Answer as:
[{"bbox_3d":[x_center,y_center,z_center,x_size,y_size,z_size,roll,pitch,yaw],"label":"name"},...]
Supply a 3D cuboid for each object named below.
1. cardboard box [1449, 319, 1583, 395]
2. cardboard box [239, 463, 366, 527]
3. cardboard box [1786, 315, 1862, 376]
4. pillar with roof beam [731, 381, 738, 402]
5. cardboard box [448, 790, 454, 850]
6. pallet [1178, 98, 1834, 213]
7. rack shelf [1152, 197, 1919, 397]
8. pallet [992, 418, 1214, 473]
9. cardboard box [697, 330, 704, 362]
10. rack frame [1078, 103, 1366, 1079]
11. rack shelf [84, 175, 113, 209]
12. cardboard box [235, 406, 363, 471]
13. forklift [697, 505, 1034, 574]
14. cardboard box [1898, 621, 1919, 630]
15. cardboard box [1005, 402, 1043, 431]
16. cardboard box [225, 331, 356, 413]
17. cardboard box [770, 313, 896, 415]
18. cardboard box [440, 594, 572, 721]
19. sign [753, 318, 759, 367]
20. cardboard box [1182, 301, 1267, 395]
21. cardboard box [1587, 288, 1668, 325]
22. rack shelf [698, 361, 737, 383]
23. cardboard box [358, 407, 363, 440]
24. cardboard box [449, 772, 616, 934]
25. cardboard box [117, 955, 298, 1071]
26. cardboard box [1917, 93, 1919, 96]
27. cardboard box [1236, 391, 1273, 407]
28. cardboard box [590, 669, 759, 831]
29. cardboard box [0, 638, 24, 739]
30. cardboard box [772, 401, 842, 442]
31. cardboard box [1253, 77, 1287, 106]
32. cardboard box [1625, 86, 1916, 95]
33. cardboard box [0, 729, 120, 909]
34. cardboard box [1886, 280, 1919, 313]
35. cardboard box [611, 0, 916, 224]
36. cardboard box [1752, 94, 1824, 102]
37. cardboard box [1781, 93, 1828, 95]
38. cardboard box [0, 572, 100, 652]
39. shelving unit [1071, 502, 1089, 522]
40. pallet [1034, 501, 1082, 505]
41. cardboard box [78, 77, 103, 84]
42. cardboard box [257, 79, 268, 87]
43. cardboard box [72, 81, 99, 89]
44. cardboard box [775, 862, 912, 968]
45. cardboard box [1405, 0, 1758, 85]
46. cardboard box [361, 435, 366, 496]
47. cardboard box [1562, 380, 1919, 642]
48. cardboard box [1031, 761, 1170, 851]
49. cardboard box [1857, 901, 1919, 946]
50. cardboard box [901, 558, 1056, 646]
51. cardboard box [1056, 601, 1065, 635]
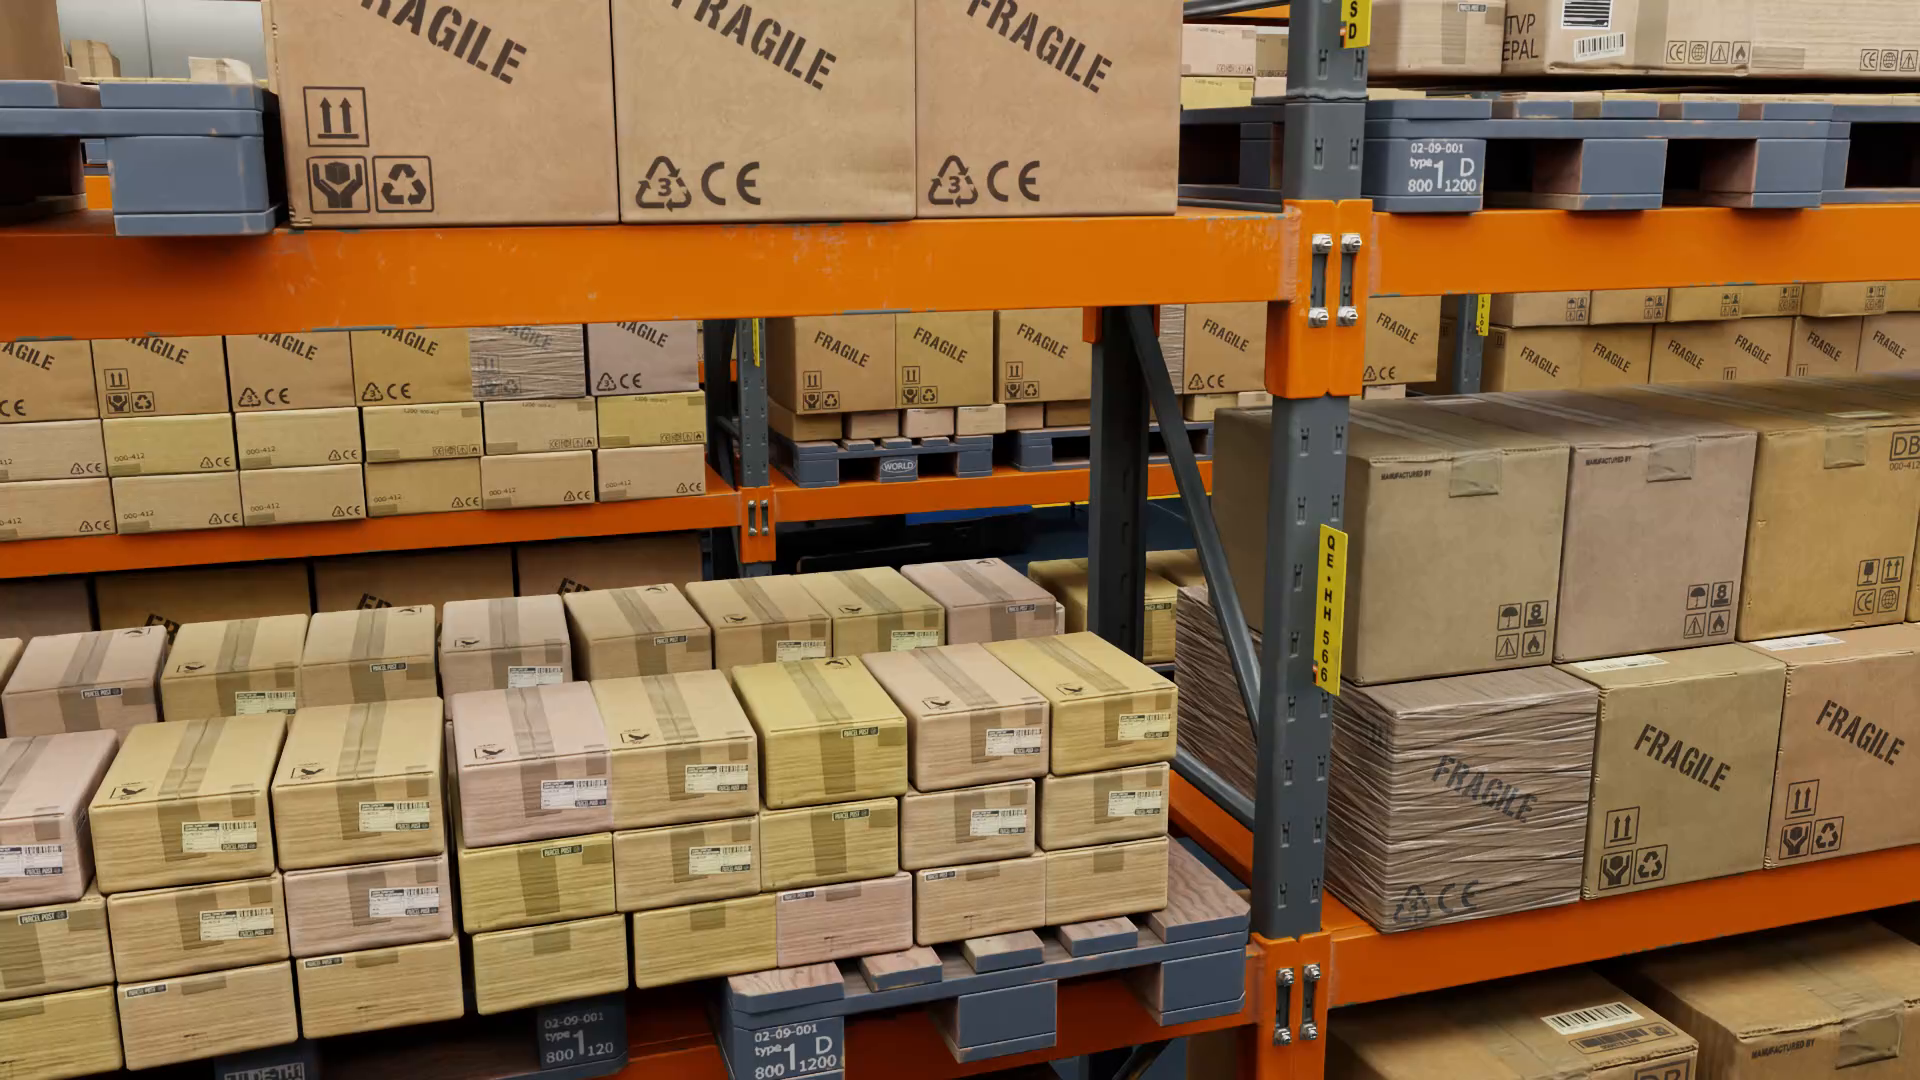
[{"bbox_3d":[3.162,-0.995,9.485,0.500,0.500,0.500,-4,14,-18],"label":"cardboard box"},{"bbox_3d":[-2.967,-0.249,7.533,0.500,0.250,0.500,-5,14,-19],"label":"cardboard box"},{"bbox_3d":[5.070,-1.146,10.121,0.500,0.500,0.500,-5,14,-18],"label":"cardboard box"},{"bbox_3d":[-0.400,-3.892,9.558,0.400,9.000,9.100,-4,14,-18],"label":"pillar with roof beam"},{"bbox_3d":[-0.965,0.530,3.568,0.250,0.149,0.380,-4,14,-16],"label":"cardboard box"},{"bbox_3d":[1.133,-0.883,3.801,1.003,0.211,1.213,-4,14,-15],"label":"pallet"},{"bbox_3d":[2.436,-0.714,4.234,4.000,0.370,1.077,-4,14,-18],"label":"rack shelf"},{"bbox_3d":[0.729,-0.597,9.085,1.213,0.211,1.003,-4,14,-18],"label":"pallet"},{"bbox_3d":[-2.223,-1.530,12.916,0.500,0.250,0.500,-4,14,-18],"label":"cardboard box"},{"bbox_3d":[0.540,0.543,3.878,0.127,3.000,1.000,-4,14,-18],"label":"rack frame"},{"bbox_3d":[-3.030,-1.497,7.526,4.000,0.370,1.077,-4,14,-18],"label":"rack shelf"},{"bbox_3d":[-2.968,-0.495,7.484,0.500,0.250,0.500,-5,14,-20],"label":"cardboard box"},{"bbox_3d":[-1.011,-1.292,11.742,3.031,2.935,1.130,-6,15,-25],"label":"forklift"},{"bbox_3d":[2.484,0.409,4.225,0.500,0.500,0.500,-5,14,-19],"label":"cardboard box"},{"bbox_3d":[0.256,-0.675,8.632,0.250,0.149,0.380,-4,14,-15],"label":"cardboard box"},{"bbox_3d":[-2.980,-0.864,7.416,0.500,0.500,0.500,-5,14,-19],"label":"cardboard box"},{"bbox_3d":[-0.634,-0.915,8.242,0.500,0.500,0.500,-5,14,-20],"label":"cardboard box"},{"bbox_3d":[-0.955,0.241,3.499,0.250,0.149,0.380,-4,14,-15],"label":"cardboard box"},{"bbox_3d":[-0.954,-0.977,7.766,0.005,0.325,0.100,-4,14,-18],"label":"sign"},{"bbox_3d":[1.331,-1.070,8.892,0.500,0.500,0.500,-4,14,-16],"label":"cardboard box"},{"bbox_3d":[3.634,-1.528,9.565,0.500,0.500,0.700,-4,14,-18],"label":"cardboard box"},{"bbox_3d":[-0.826,-1.421,13.690,4.000,0.370,1.077,-4,14,-18],"label":"rack shelf"},{"bbox_3d":[-3.145,-0.616,7.993,0.500,0.250,0.500,-4,14,-17],"label":"cardboard box"},{"bbox_3d":[-0.758,0.529,2.930,0.250,0.149,0.380,-5,14,-18],"label":"cardboard box"},{"bbox_3d":[-1.255,0.713,2.800,0.250,0.149,0.380,-5,14,-21],"label":"cardboard box"},{"bbox_3d":[5.729,-2.727,9.964,0.250,0.149,0.380,-5,14,-19],"label":"cardboard box"},{"bbox_3d":[1.528,-0.752,8.957,0.250,0.149,0.380,-4,14,-18],"label":"cardboard box"},{"bbox_3d":[-0.517,0.366,2.971,0.250,0.149,0.380,-4,14,-16],"label":"cardboard box"},{"bbox_3d":[-1.950,0.319,3.170,0.250,0.149,0.380,-5,14,-20],"label":"cardboard box"},{"bbox_3d":[-0.767,-0.600,8.320,0.250,0.149,0.380,-5,14,-21],"label":"cardboard box"},{"bbox_3d":[1.668,-2.310,8.806,0.500,0.250,0.500,-4,14,-17],"label":"cardboard box"},{"bbox_3d":[2.098,-1.408,4.256,0.500,0.500,0.500,-4,14,-18],"label":"cardboard box"},{"bbox_3d":[-1.506,0.443,2.648,0.250,0.149,0.380,-4,14,-16],"label":"cardboard box"},{"bbox_3d":[5.551,-1.684,10.221,0.500,0.500,0.700,-4,14,-18],"label":"cardboard box"},{"bbox_3d":[-0.390,-0.827,2.940,0.500,0.500,0.500,-4,14,-18],"label":"cardboard box"},{"bbox_3d":[4.603,-2.446,9.642,0.500,0.250,0.500,-4,14,-18],"label":"cardboard box"},{"bbox_3d":[4.779,-2.640,9.598,0.250,0.149,0.380,-4,14,-17],"label":"cardboard box"},{"bbox_3d":[-4.364,0.526,7.633,0.875,0.875,0.875,-4,14,-16],"label":"cardboard box"},{"bbox_3d":[0.656,-0.815,12.827,0.755,1.500,0.431,-6,15,-25],"label":"shelving unit"},{"bbox_3d":[0.384,-0.499,14.285,1.213,0.211,1.003,-4,14,-18],"label":"pallet"},{"bbox_3d":[-5.859,-3.024,11.169,0.250,0.149,0.380,-4,14,-17],"label":"cardboard box"},{"bbox_3d":[-4.890,-3.099,11.484,0.250,0.149,0.380,-4,14,-18],"label":"cardboard box"},{"bbox_3d":[-3.615,-1.806,6.871,0.250,0.166,0.380,-5,14,-22],"label":"cardboard box"},{"bbox_3d":[-0.261,0.635,3.126,0.250,0.149,0.380,-4,14,-17],"label":"cardboard box"},{"bbox_3d":[1.296,-1.131,3.502,0.500,0.311,0.500,-4,14,-18],"label":"cardboard box"},{"bbox_3d":[-3.125,-0.365,8.019,0.500,0.250,0.500,-4,14,-18],"label":"cardboard box"},{"bbox_3d":[1.933,-0.099,4.200,0.500,0.500,0.700,-5,14,-19],"label":"cardboard box"},{"bbox_3d":[0.217,0.453,3.251,0.250,0.149,0.380,-4,14,-17],"label":"cardboard box"},{"bbox_3d":[2.856,1.274,4.759,0.750,0.750,1.050,-4,14,-18],"label":"cardboard box"},{"bbox_3d":[0.036,0.163,3.823,0.250,0.149,0.380,-4,14,-18],"label":"cardboard box"},{"bbox_3d":[0.101,0.443,9.068,0.625,0.372,0.950,-5,14,-19],"label":"cardboard box"}]
